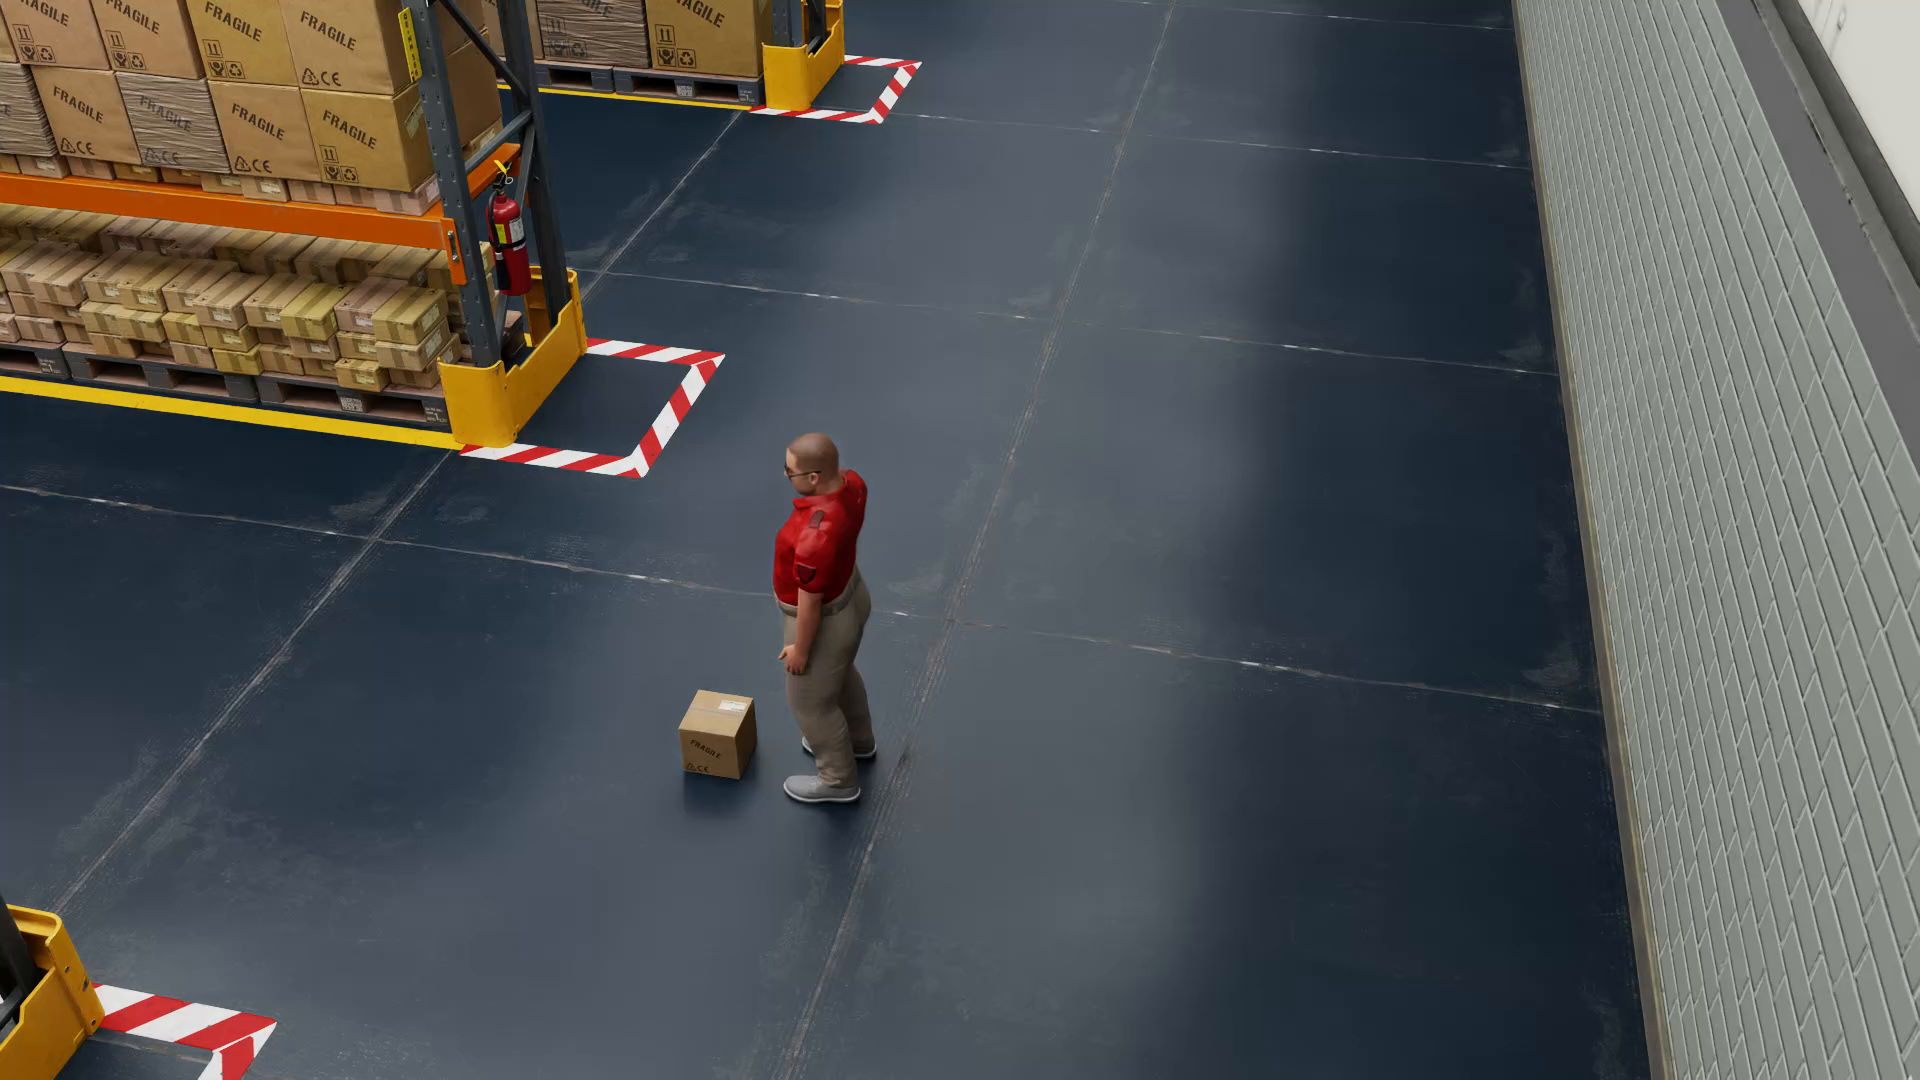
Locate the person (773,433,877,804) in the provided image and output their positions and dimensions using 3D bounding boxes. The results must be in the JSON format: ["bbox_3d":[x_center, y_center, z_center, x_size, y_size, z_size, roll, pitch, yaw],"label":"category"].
[{"bbox_3d":[-0.557,0.310,6.569,0.359,1.721,0.529,8,37,11],"label":"person"}]
